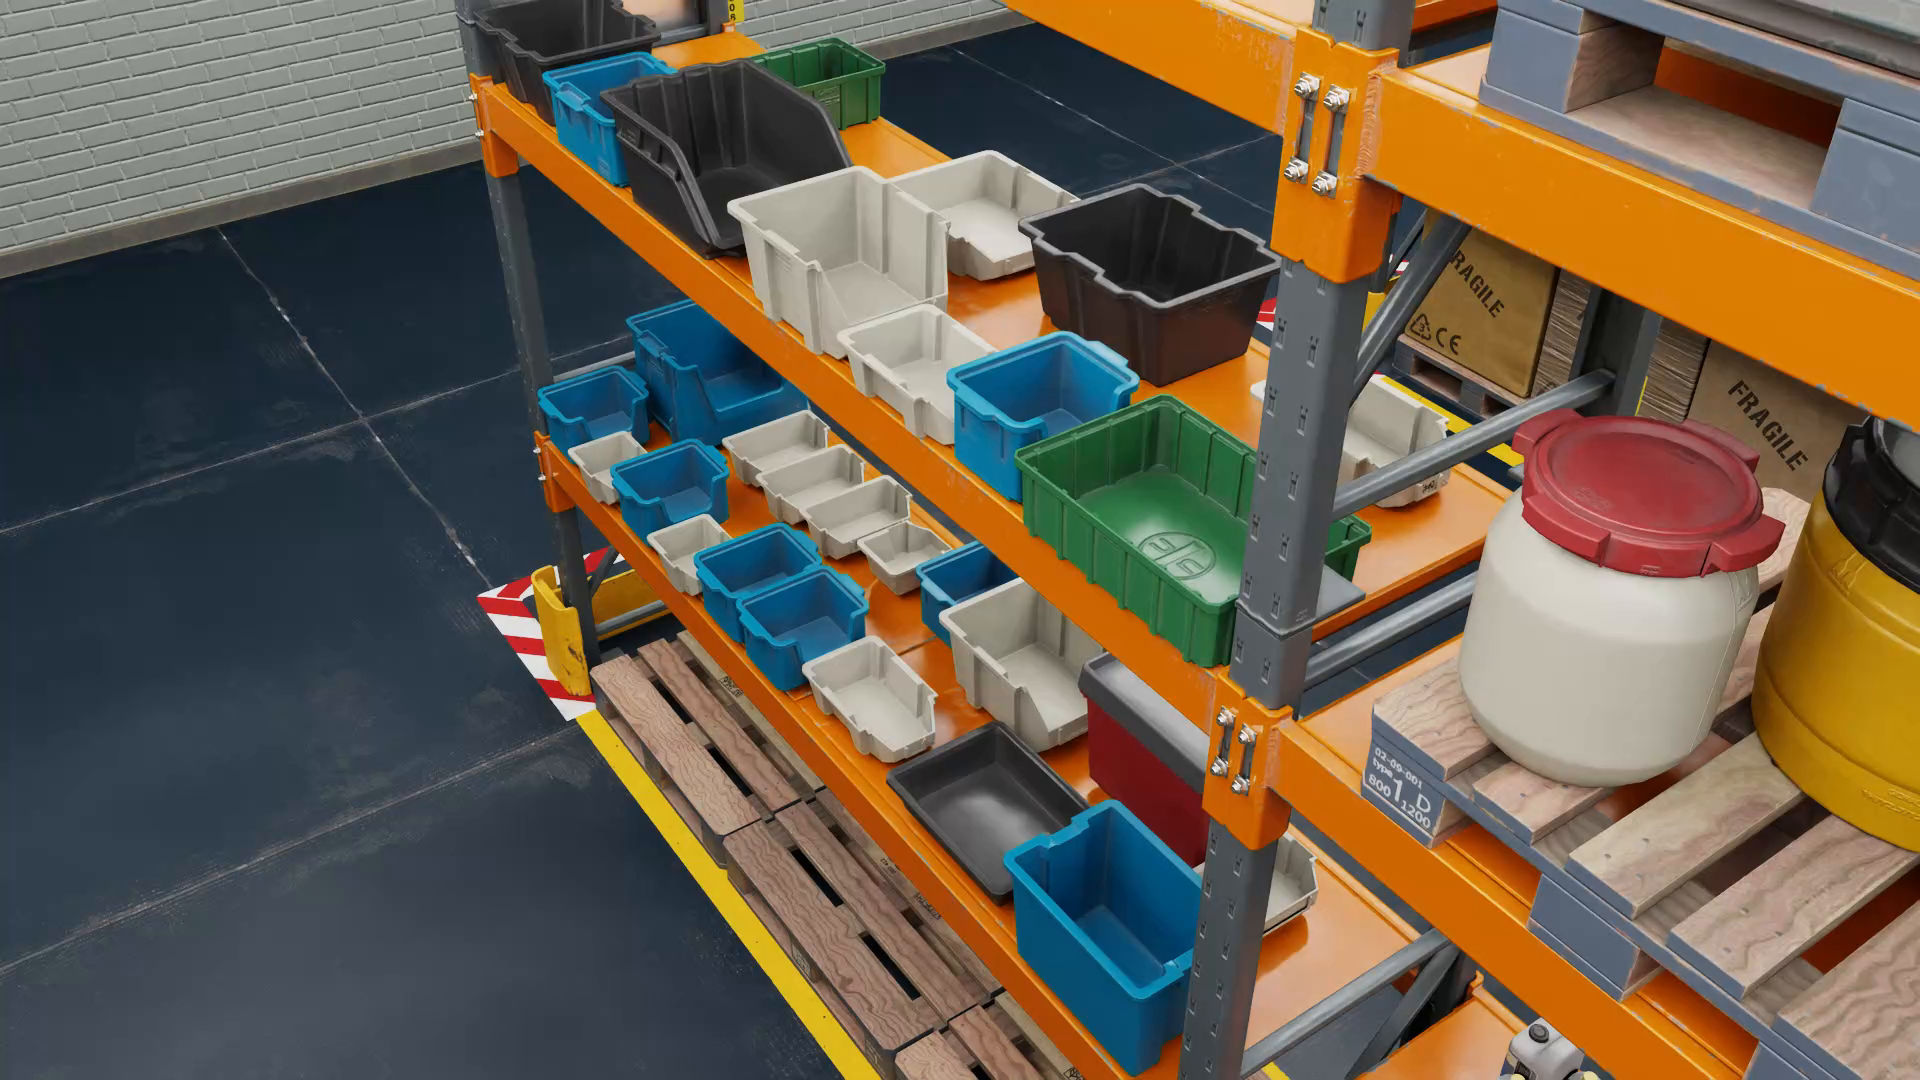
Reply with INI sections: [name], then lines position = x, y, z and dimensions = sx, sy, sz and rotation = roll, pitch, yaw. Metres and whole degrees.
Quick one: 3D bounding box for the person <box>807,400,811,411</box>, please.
[person]
position = -0.868, -1.003, 8.351
dimensions = 0.375, 1.662, 0.541
rotation = -5, 37, -7
